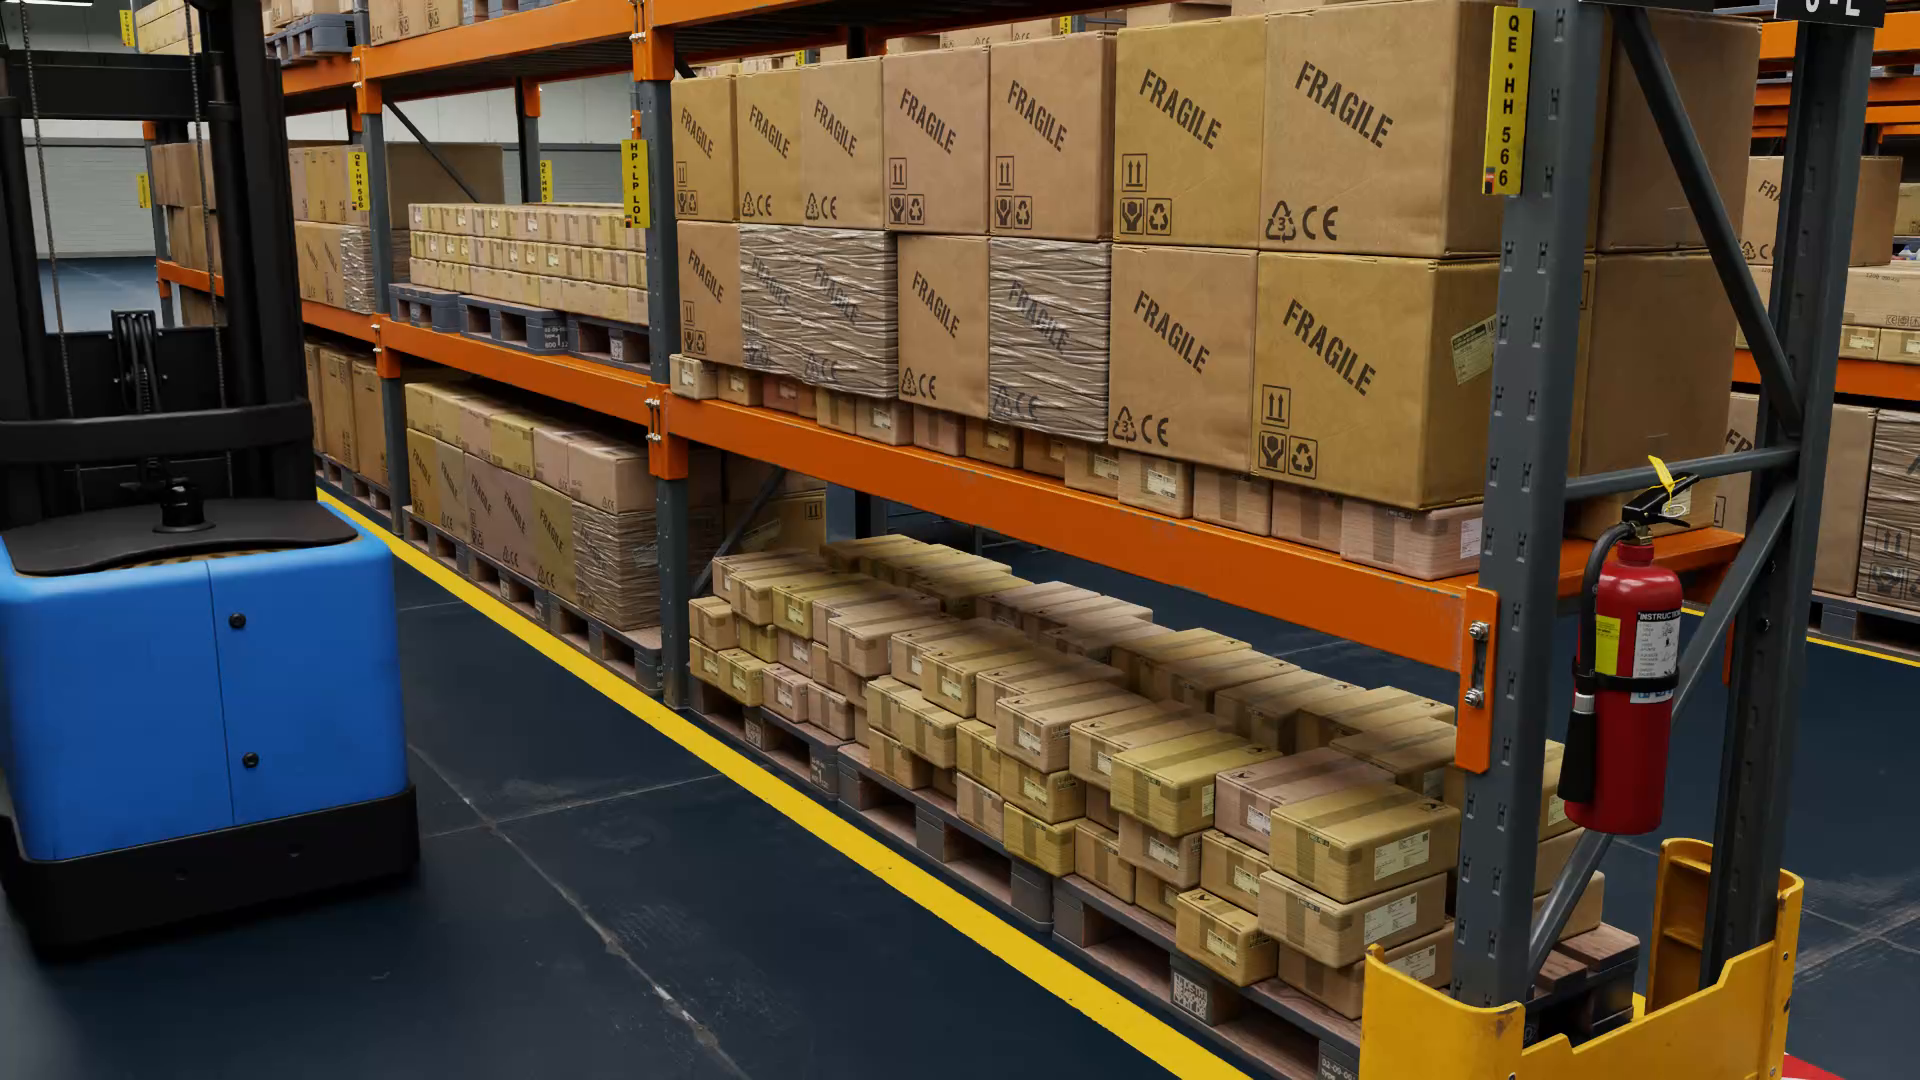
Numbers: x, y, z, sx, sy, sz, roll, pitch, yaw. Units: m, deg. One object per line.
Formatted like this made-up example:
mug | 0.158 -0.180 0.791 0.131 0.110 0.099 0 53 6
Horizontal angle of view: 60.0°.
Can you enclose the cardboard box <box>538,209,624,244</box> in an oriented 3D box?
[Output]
cardboard box | -1.714 -1.446 7.665 0.380 0.149 0.250 -9 15 -35

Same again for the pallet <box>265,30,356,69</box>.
pallet | -3.999 -3.231 11.037 1.003 0.211 1.213 -7 14 -30

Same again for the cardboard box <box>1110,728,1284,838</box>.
cardboard box | 0.612 0.622 4.295 0.380 0.149 0.250 -8 15 -34

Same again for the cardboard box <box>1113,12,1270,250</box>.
cardboard box | 0.715 -0.953 3.929 0.500 0.500 0.500 -9 15 -35

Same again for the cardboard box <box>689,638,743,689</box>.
cardboard box | -0.825 0.450 6.471 0.380 0.149 0.250 -9 15 -35

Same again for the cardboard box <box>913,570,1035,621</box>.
cardboard box | 0.052 0.229 6.091 0.380 0.149 0.250 -8 14 -31

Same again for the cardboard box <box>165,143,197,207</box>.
cardboard box | -6.656 -3.302 15.060 0.875 0.550 0.550 -8 15 -33

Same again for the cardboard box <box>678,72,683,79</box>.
cardboard box | -2.734 -4.865 17.485 0.380 0.149 0.250 -8 15 -33

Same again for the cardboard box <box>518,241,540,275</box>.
cardboard box | -1.878 -1.349 7.918 0.380 0.149 0.250 -8 15 -33

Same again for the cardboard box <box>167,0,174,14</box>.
cardboard box | -6.502 -4.546 14.113 0.380 0.149 0.250 -8 15 -32

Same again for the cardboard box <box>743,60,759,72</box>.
cardboard box | -1.885 -4.581 16.185 0.380 0.149 0.250 -9 15 -34

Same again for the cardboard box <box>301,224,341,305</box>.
cardboard box | -4.001 -1.826 10.958 0.500 0.500 0.500 -8 15 -34

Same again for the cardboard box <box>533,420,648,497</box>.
cardboard box | -1.656 -0.386 7.718 0.500 0.250 0.500 -7 14 -30

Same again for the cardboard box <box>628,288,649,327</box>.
cardboard box | -1.144 -0.970 6.879 0.380 0.149 0.250 -8 15 -34

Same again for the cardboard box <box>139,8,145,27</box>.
cardboard box | -7.350 -4.819 15.358 0.380 0.149 0.250 -8 15 -32

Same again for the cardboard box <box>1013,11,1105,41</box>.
cardboard box | 0.737 -3.934 12.405 0.500 0.500 0.500 -8 14 -31

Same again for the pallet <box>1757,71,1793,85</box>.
pallet | 6.402 -3.698 13.170 1.003 0.211 1.213 -8 15 -33

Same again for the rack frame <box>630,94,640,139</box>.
rack frame | -3.223 -3.543 19.043 1.000 3.000 0.127 -8 15 -33

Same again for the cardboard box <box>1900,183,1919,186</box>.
cardboard box | 12.603 -4.444 21.900 0.700 0.500 0.500 -8 15 -33

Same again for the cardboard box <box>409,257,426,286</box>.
cardboard box | -2.896 -1.530 9.443 0.380 0.149 0.250 -8 15 -34

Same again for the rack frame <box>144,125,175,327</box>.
rack frame | -7.408 -2.974 16.441 1.000 3.000 0.127 -8 15 -33

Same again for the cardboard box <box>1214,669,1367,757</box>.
cardboard box | 0.957 0.506 4.825 0.380 0.149 0.250 -9 15 -36

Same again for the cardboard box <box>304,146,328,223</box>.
cardboard box | -4.067 -2.441 11.430 0.700 0.500 0.500 -8 15 -33

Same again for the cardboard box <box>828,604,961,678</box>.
cardboard box | -0.220 0.337 5.599 0.380 0.149 0.250 -8 15 -32

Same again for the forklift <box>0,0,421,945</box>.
forklift | -2.869 -0.586 5.683 1.130 2.935 3.031 -8 15 -32

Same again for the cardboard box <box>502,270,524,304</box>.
cardboard box | -2.016 -1.248 8.154 0.380 0.149 0.250 -9 15 -35

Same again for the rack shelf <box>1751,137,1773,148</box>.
rack shelf | 10.256 -6.060 25.216 1.077 0.370 4.000 -8 15 -33

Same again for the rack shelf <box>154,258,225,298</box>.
rack shelf | -6.300 -2.267 14.891 1.077 0.370 4.000 -8 15 -33

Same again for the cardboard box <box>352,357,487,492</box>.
cardboard box | -3.238 -0.776 10.674 1.050 0.750 0.750 -8 15 -34

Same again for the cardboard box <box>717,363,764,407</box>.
cardboard box | -0.670 -0.591 6.131 0.380 0.149 0.250 -8 14 -31

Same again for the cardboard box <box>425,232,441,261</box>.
cardboard box | -2.723 -1.621 9.163 0.380 0.149 0.250 -7 14 -30

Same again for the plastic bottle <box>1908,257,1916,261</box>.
plastic bottle | 7.313 -2.073 12.784 0.097 0.201 0.097 0 12 0

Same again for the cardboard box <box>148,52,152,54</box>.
cardboard box | -7.205 -4.382 15.228 0.380 0.149 0.250 -8 15 -33

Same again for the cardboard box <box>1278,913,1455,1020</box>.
cardboard box | 0.992 0.990 4.003 0.380 0.149 0.250 -8 15 -32

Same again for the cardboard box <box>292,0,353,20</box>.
cardboard box | -3.804 -3.378 10.256 0.500 0.311 0.500 -8 15 -33

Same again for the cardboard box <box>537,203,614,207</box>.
cardboard box | -2.185 -1.847 9.497 0.380 0.149 0.250 -8 15 -33

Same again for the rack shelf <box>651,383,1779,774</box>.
rack shelf | 0.349 -0.133 5.132 1.077 0.370 4.000 -8 15 -33

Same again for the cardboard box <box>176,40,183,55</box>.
cardboard box | -6.367 -4.113 13.997 0.380 0.149 0.250 -8 15 -33

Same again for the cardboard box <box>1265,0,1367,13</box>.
cardboard box | 2.359 -3.481 10.511 0.797 0.503 0.637 -8 15 -34

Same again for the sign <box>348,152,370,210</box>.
sign | -3.436 -2.051 9.508 0.100 0.325 0.005 -8 15 -33

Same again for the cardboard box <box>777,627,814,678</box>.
cardboard box | -0.445 0.378 6.106 0.380 0.149 0.250 -8 15 -33

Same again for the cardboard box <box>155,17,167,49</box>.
cardboard box | -6.792 -4.470 14.695 0.500 0.250 0.500 -8 15 -33

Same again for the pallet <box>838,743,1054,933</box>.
pallet | 0.322 0.855 5.459 1.003 0.211 1.213 -8 15 -33

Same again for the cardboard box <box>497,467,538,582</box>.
cardboard box | -1.944 -0.109 8.206 0.500 0.500 0.500 -8 15 -34

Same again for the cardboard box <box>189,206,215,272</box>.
cardboard box | -6.308 -2.688 14.780 0.875 0.550 0.500 -8 15 -33

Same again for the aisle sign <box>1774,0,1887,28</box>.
aisle sign | 1.747 -1.421 3.254 0.394 0.787 0.004 -8 15 -33

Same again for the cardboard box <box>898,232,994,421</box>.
cardboard box | 0.156 -0.643 4.852 0.500 0.500 0.500 -7 14 -30

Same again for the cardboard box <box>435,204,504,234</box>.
cardboard box | -2.597 -1.728 8.953 0.380 0.149 0.250 -8 15 -33

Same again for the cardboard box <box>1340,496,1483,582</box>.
cardboard box | 1.041 -0.030 3.567 0.380 0.149 0.250 -8 15 -33

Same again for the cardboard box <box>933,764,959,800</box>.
cardboard box | 0.137 0.714 5.266 0.380 0.149 0.250 -8 14 -31

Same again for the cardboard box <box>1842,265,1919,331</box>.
cardboard box | 4.298 -1.097 7.514 0.500 0.250 0.500 -8 15 -33

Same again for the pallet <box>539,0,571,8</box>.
pallet | -1.013 -2.336 6.941 1.213 0.211 1.003 -8 15 -33

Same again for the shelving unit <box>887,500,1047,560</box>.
shelving unit | 0.004 -0.548 9.736 0.538 1.125 1.048 -8 15 -33

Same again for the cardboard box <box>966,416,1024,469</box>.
cardboard box | 0.240 -0.315 4.870 0.380 0.149 0.250 -8 15 -32

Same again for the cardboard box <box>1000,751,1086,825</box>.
cardboard box | 0.340 0.671 4.767 0.380 0.149 0.250 -8 15 -32
